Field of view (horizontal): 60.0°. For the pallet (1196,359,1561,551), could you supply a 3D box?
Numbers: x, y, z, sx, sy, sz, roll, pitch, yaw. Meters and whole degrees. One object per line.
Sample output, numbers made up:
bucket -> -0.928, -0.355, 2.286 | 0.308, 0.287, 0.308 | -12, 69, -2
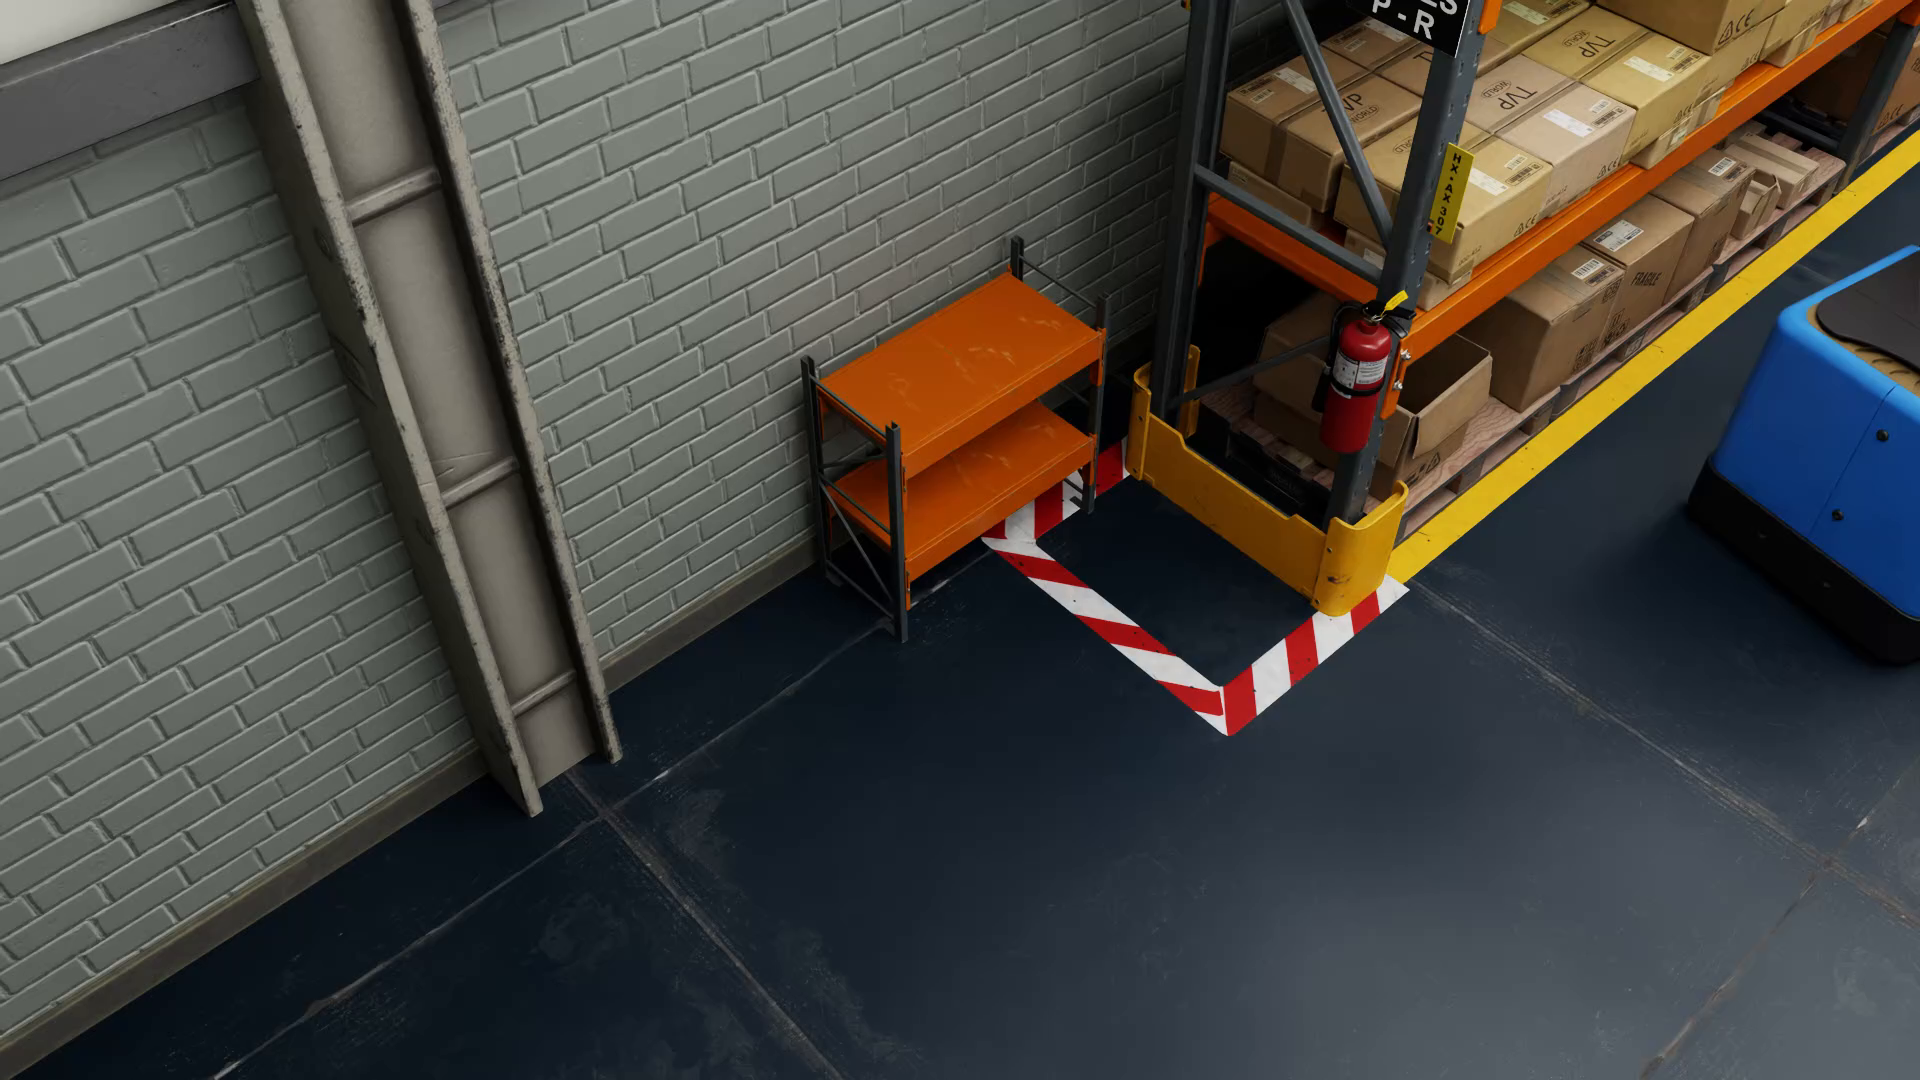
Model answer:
pallet -> 1.780, -0.549, 7.113 | 1.213, 0.211, 1.003 | -34, 56, -27

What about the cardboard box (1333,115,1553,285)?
cardboard box -> 1.651, -1.191, 5.707 | 0.500, 0.250, 0.500 | -33, 56, -27

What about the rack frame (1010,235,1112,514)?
rack frame -> 0.372, -0.630, 6.566 | 0.032, 1.125, 0.500 | -34, 56, -27

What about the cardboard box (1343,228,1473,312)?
cardboard box -> 1.562, -0.991, 5.794 | 0.250, 0.149, 0.380 | -34, 56, -27

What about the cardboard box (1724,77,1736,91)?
cardboard box -> 2.874, -1.907, 6.640 | 0.250, 0.149, 0.380 | -34, 56, -27

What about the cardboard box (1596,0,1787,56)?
cardboard box -> 2.761, -2.187, 6.116 | 0.500, 0.500, 0.500 | -32, 55, -26

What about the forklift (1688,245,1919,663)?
forklift -> 4.495, -1.372, 6.022 | 3.031, 2.935, 1.130 | -25, 52, -21

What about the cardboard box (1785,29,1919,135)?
cardboard box -> 4.603, -2.452, 8.387 | 0.500, 0.500, 0.500 | -31, 55, -26

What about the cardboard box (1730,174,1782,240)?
cardboard box -> 3.615, -1.644, 7.801 | 0.258, 0.266, 0.396 | -32, 55, -26

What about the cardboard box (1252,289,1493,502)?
cardboard box -> 1.651, -0.609, 6.684 | 0.637, 0.503, 0.797 | -36, 57, -28

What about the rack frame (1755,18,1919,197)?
rack frame -> 4.094, -3.040, 7.514 | 0.127, 3.000, 1.000 | -34, 56, -27

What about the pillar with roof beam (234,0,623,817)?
pillar with roof beam -> 1.429, 0.087, 0.547 | 0.400, 9.000, 9.100 | -34, 56, -27

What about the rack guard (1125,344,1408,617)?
rack guard -> 1.190, -0.253, 6.643 | 0.348, 0.500, 1.175 | -34, 56, -27

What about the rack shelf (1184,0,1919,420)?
rack shelf -> 2.614, -1.808, 6.866 | 4.000, 0.370, 1.077 | -34, 56, -27

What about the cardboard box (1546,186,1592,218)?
cardboard box -> 2.118, -1.382, 6.155 | 0.250, 0.149, 0.380 | -32, 55, -26

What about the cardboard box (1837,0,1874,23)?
cardboard box -> 3.674, -2.378, 7.074 | 0.250, 0.149, 0.380 | -32, 55, -26

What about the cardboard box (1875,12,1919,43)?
cardboard box -> 4.538, -2.588, 8.071 | 0.250, 0.149, 0.380 | -31, 55, -26

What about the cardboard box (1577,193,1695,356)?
cardboard box -> 2.768, -1.217, 7.247 | 0.500, 0.500, 0.500 | -33, 55, -27

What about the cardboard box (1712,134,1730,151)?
cardboard box -> 3.446, -2.073, 8.165 | 0.500, 0.311, 0.500 | -32, 55, -26

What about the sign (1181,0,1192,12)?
sign -> 0.776, -1.874, 5.436 | 0.005, 0.325, 0.100 | -34, 56, -27

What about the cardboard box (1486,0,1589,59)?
cardboard box -> 2.048, -1.981, 6.437 | 0.500, 0.250, 0.500 | -32, 55, -26

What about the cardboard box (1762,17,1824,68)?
cardboard box -> 3.291, -2.122, 6.838 | 0.250, 0.149, 0.380 | -35, 56, -28

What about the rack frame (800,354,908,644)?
rack frame -> -0.379, -0.126, 6.101 | 0.032, 1.125, 0.500 | -34, 56, -27

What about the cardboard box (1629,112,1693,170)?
cardboard box -> 2.549, -1.601, 6.357 | 0.250, 0.149, 0.380 | -35, 56, -28

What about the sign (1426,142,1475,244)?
sign -> 1.499, -1.061, 5.099 | 0.005, 0.325, 0.100 | -34, 56, -27

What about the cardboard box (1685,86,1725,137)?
cardboard box -> 2.730, -1.742, 6.487 | 0.250, 0.149, 0.380 | -33, 55, -26

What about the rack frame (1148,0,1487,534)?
rack frame -> 1.134, -1.063, 5.690 | 0.127, 3.000, 1.000 | -34, 56, -27

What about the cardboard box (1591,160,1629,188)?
cardboard box -> 2.311, -1.517, 6.279 | 0.250, 0.149, 0.380 | -33, 55, -27

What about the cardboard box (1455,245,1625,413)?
cardboard box -> 2.309, -1.010, 7.056 | 0.500, 0.500, 0.700 | -32, 55, -26

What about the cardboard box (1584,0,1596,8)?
cardboard box -> 2.435, -2.239, 6.675 | 0.500, 0.250, 0.500 | -34, 56, -27

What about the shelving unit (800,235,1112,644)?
shelving unit -> -0.004, -0.378, 6.333 | 1.048, 1.125, 0.538 | -34, 56, -27

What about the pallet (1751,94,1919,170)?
pallet -> 4.670, -2.517, 8.929 | 1.213, 0.211, 1.003 | -34, 56, -27

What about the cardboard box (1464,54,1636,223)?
cardboard box -> 2.024, -1.440, 5.937 | 0.500, 0.250, 0.500 | -33, 55, -27

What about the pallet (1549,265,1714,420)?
pallet -> 2.682, -1.149, 7.667 | 1.213, 0.211, 1.003 | -34, 56, -27

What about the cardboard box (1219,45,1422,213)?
cardboard box -> 1.296, -1.484, 5.978 | 0.500, 0.250, 0.500 | -32, 55, -26

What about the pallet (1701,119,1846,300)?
pallet -> 3.585, -1.756, 8.227 | 1.213, 0.211, 1.003 | -34, 56, -27

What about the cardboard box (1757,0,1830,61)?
cardboard box -> 3.142, -2.211, 6.649 | 0.500, 0.250, 0.500 | -34, 56, -27

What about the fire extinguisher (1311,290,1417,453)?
fire extinguisher -> 1.336, -0.586, 5.556 | 0.183, 0.674, 0.296 | -34, 56, -27

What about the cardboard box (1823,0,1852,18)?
cardboard box -> 3.520, -2.450, 6.869 | 0.500, 0.250, 0.500 | -34, 56, -27

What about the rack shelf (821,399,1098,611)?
rack shelf -> -0.004, -0.212, 6.513 | 1.000, 0.278, 0.538 | -34, 56, -27

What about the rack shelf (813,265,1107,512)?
rack shelf -> -0.004, -0.576, 6.118 | 1.000, 0.278, 0.538 | -34, 56, -27

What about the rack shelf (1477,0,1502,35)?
rack shelf -> 2.614, -2.825, 5.764 | 4.000, 0.370, 1.077 | -34, 56, -27

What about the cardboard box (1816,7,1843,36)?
cardboard box -> 3.461, -2.263, 6.968 | 0.250, 0.149, 0.380 | -32, 55, -26

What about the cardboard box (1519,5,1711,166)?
cardboard box -> 2.397, -1.692, 6.170 | 0.500, 0.250, 0.500 | -35, 56, -28

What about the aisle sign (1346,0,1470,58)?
aisle sign -> 1.281, -1.751, 4.556 | 0.004, 0.787, 0.394 | -34, 56, -27

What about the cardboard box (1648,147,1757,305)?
cardboard box -> 3.077, -1.523, 7.529 | 0.500, 0.500, 0.700 | -36, 57, -28

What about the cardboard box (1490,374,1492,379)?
cardboard box -> 1.991, -0.678, 6.989 | 0.250, 0.149, 0.380 | -36, 57, -28

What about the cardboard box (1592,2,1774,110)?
cardboard box -> 2.761, -1.957, 6.414 | 0.500, 0.250, 0.500 | -35, 56, -28

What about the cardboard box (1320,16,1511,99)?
cardboard box -> 1.678, -1.739, 6.213 | 0.500, 0.250, 0.500 | -34, 56, -27

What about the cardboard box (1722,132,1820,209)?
cardboard box -> 3.879, -1.781, 8.006 | 0.250, 0.149, 0.380 | -35, 56, -28

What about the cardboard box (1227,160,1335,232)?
cardboard box -> 1.199, -1.287, 6.068 | 0.250, 0.149, 0.380 | -34, 56, -28
